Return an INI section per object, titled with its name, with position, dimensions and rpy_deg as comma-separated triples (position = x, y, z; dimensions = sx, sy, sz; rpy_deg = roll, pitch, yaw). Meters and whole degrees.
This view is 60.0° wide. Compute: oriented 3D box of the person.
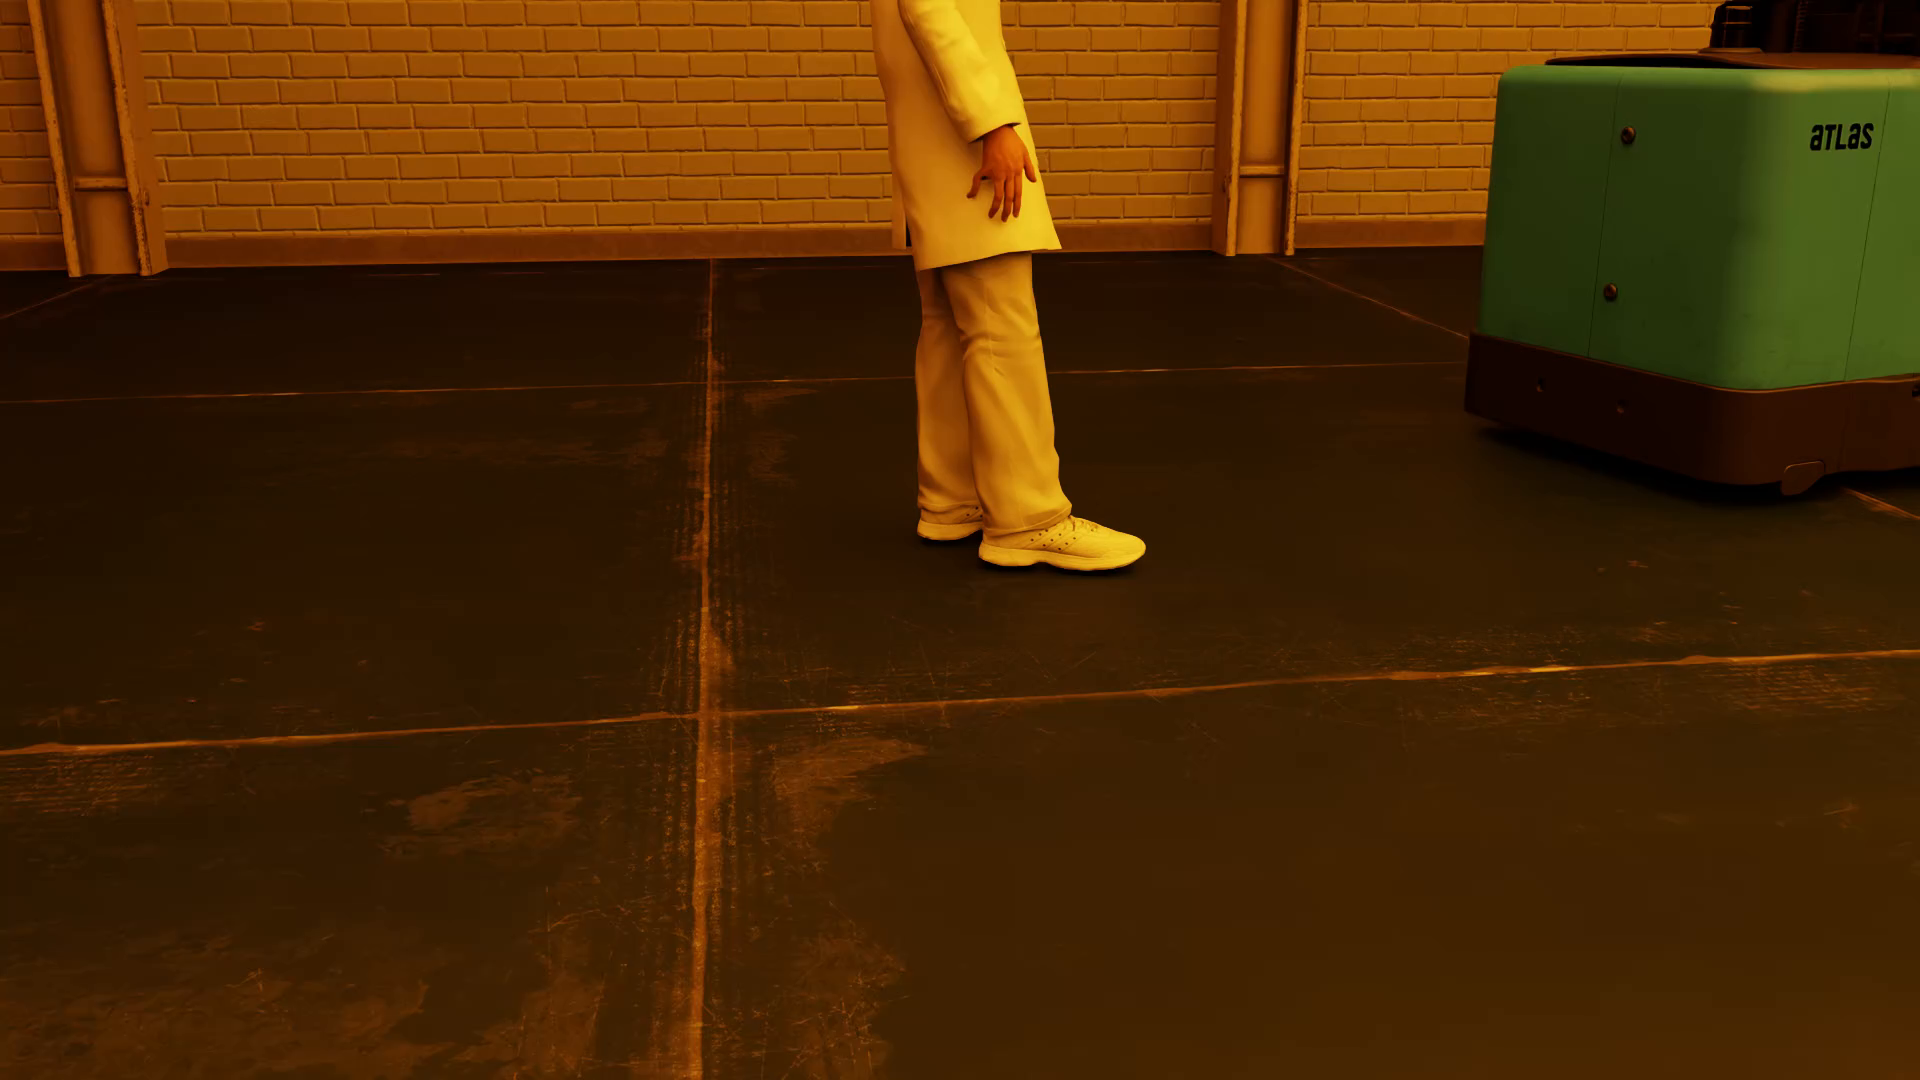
[person]
position = 0.090, -0.860, 3.715
dimensions = 0.581, 1.776, 0.696
rpy_deg = -2, 17, -8

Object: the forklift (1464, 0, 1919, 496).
[forklift]
position = 3.081, -1.778, 4.787
dimensions = 3.031, 2.935, 1.130
rpy_deg = -7, 18, -23
